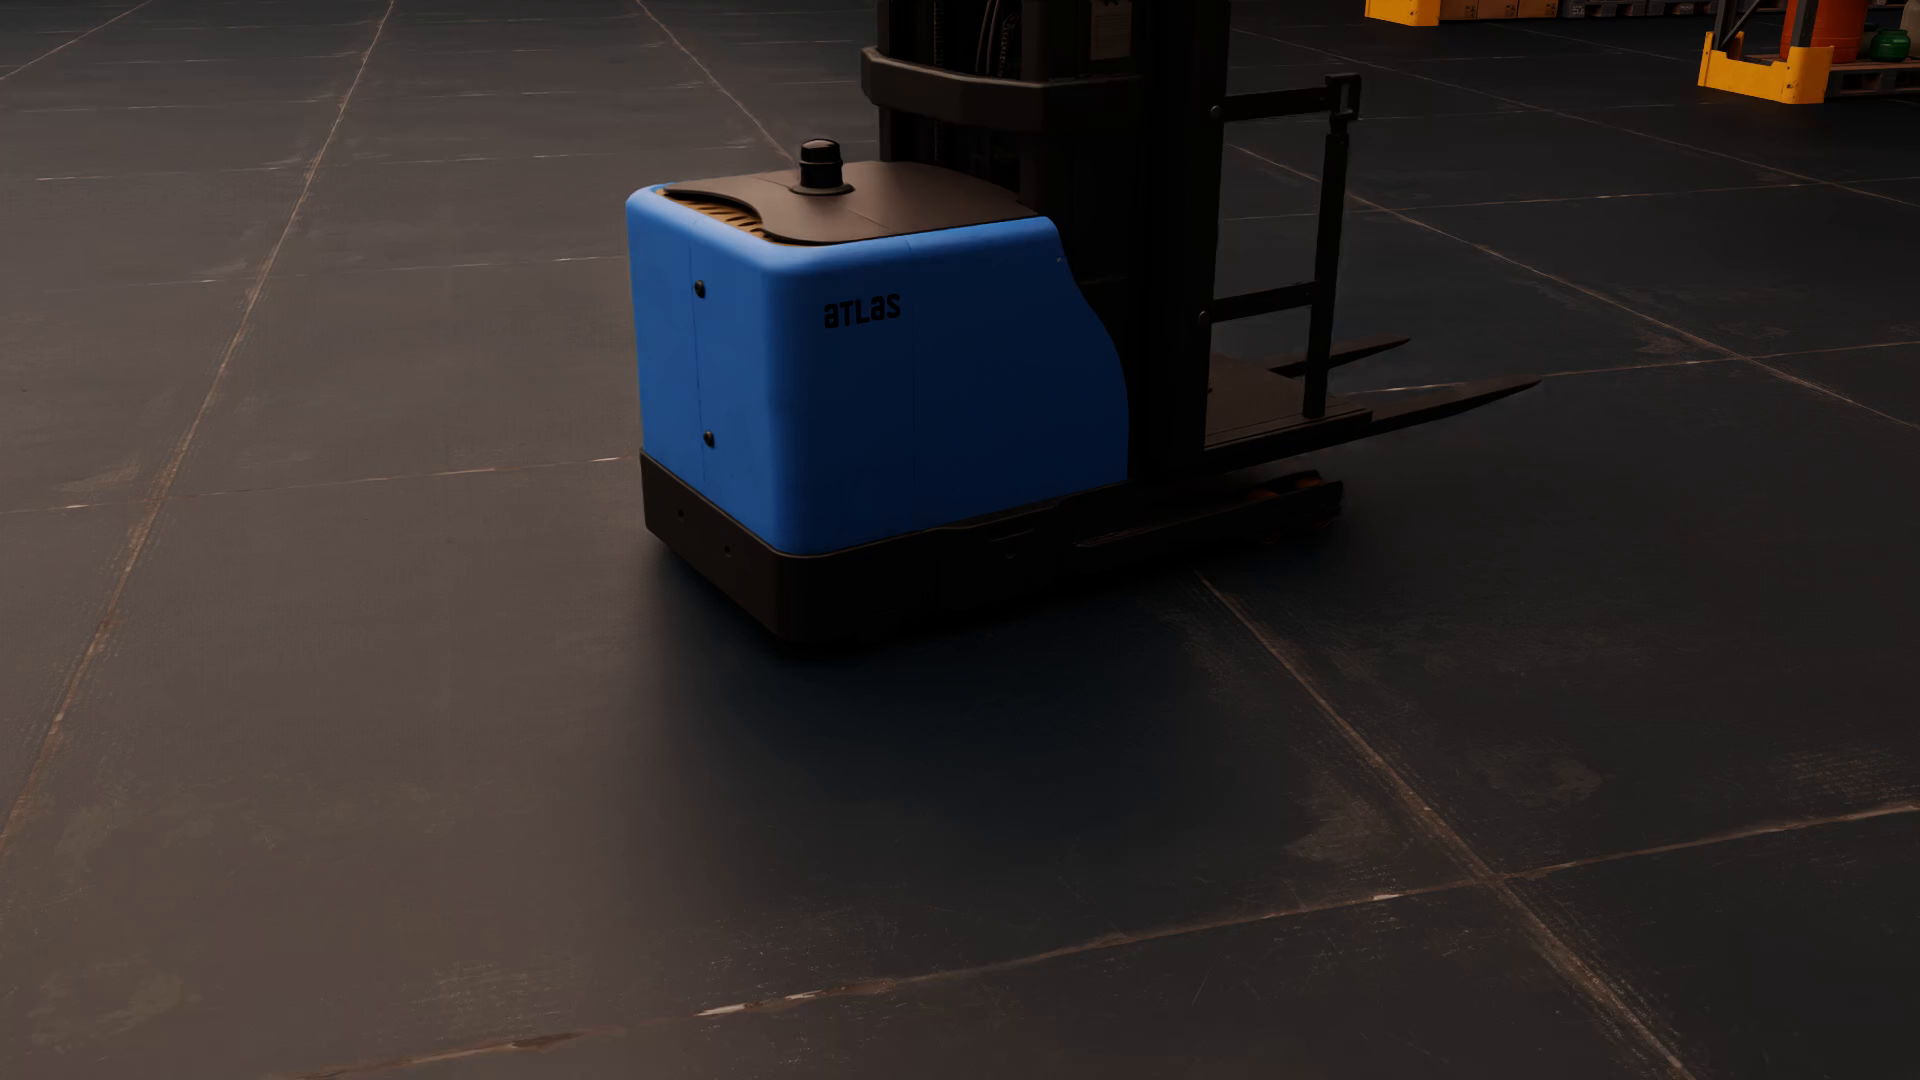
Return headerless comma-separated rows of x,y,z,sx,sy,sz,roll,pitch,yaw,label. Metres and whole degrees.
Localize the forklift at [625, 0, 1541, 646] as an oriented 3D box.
0.574,-1.494,4.820,3.031,2.935,1.130,-14,27,-30,forklift
